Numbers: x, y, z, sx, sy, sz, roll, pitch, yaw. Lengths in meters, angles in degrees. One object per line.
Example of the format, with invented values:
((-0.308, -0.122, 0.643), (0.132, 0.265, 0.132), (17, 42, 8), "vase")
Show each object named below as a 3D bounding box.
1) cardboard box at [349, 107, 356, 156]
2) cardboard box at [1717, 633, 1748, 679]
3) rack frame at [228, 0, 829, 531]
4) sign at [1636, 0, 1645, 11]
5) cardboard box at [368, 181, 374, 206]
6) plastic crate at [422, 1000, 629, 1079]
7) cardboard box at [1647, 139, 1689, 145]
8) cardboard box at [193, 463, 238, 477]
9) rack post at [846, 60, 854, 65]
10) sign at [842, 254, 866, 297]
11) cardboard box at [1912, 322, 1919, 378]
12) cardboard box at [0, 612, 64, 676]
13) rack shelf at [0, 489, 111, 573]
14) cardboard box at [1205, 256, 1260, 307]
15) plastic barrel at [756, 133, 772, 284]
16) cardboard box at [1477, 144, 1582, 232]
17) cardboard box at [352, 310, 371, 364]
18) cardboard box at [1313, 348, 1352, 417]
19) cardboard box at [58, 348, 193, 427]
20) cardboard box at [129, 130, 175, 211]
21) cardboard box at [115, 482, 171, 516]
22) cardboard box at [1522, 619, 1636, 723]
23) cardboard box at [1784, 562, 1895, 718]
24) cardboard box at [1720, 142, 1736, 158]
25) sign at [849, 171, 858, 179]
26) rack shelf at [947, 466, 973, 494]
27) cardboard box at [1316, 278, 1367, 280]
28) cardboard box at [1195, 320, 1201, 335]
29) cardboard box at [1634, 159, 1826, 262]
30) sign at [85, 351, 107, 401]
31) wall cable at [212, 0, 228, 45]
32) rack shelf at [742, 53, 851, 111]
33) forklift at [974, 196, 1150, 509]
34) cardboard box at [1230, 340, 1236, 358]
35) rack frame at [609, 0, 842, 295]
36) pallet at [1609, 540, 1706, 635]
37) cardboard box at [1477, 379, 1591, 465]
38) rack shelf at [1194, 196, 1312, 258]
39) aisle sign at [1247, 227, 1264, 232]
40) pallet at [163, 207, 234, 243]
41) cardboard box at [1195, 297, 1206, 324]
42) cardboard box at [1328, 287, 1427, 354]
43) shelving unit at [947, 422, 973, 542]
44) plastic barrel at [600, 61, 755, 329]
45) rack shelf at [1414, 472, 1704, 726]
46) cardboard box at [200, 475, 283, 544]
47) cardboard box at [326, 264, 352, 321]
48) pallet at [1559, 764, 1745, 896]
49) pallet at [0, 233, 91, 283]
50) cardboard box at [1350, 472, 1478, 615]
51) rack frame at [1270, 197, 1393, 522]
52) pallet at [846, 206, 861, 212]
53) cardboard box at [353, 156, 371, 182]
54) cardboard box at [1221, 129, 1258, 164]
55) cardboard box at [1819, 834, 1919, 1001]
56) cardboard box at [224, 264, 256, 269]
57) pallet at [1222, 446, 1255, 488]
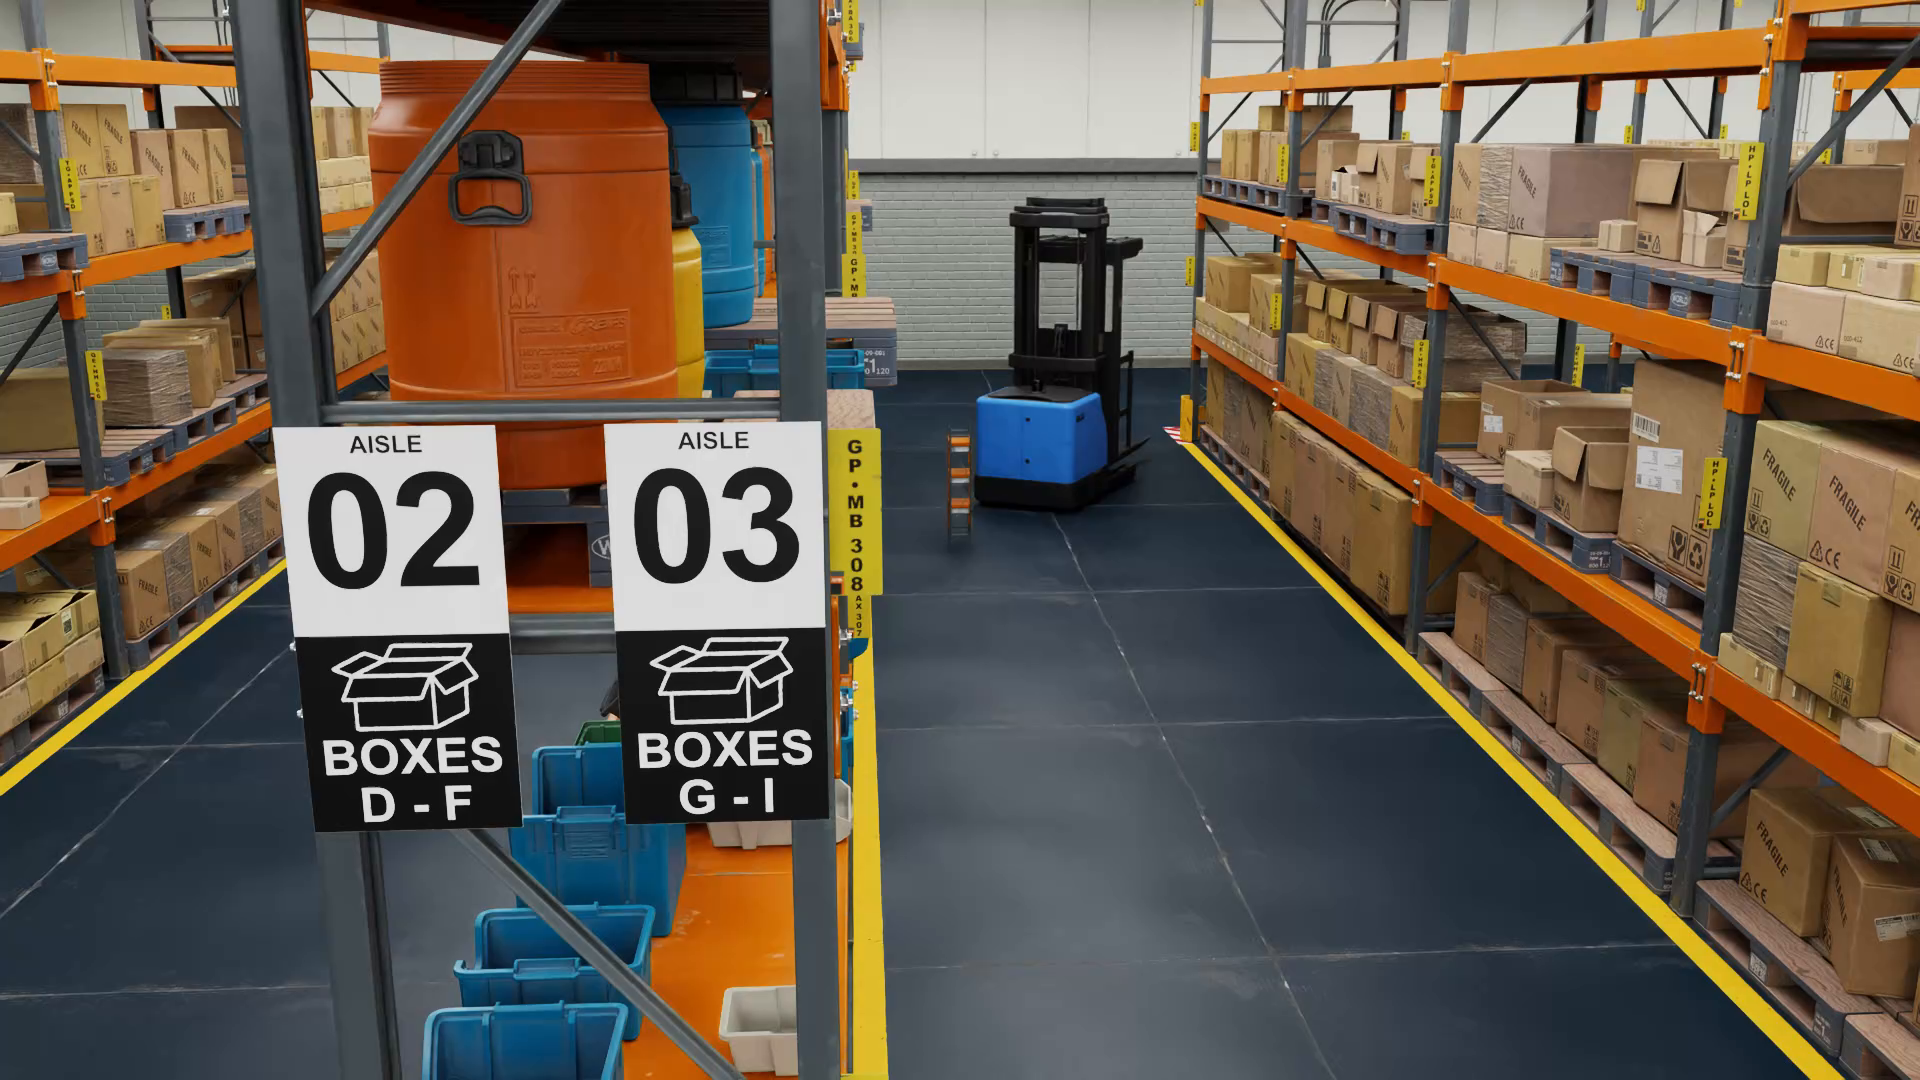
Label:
((-6.689, -4.223, 17.192), (0.700, 0.500, 0.500), (-1, 14, -3), "cardboard box")
((3.660, 0.521, 7.484), (0.380, 0.149, 0.250), (-1, 14, -3), "cardboard box")
((-0.749, -1.492, 2.768), (1.000, 3.000, 0.127), (-1, 14, -3), "rack frame")
((7.619, -6.082, 18.572), (0.100, 0.325, 0.005), (-1, 14, -3), "sign")
((-6.369, -3.623, 17.367), (0.500, 0.250, 0.500), (-1, 14, -3), "cardboard box")
((-1.078, 1.365, 4.000), (0.499, 0.251, 0.616), (-1, 14, -3), "plastic crate")
((7.953, -4.425, 18.684), (0.380, 0.149, 0.250), (-1, 14, -4), "cardboard box")
((-6.649, -0.374, 14.595), (0.500, 0.500, 0.500), (-2, 15, -6), "cardboard box")
((-1.240, -3.733, 12.480), (0.937, 0.300, 0.954), (1, 14, 3), "rack post")
((-0.447, -1.045, 7.029), (0.100, 0.325, 0.005), (-1, 14, -3), "sign")
((3.777, -0.667, 5.881), (0.500, 0.250, 0.500), (-1, 15, -6), "cardboard box")
((-5.871, 0.611, 10.181), (0.500, 0.311, 0.500), (-1, 14, -4), "cardboard box")
((-6.064, 0.345, 9.111), (1.077, 0.370, 4.000), (-1, 14, -3), "rack shelf")
((2.995, -2.829, 18.203), (0.500, 0.500, 0.500), (-1, 14, -5), "cardboard box")
((-1.370, -1.867, 9.382), (0.600, 0.830, 0.708), (-1, 14, -3), "plastic barrel")
((3.499, -2.149, 10.136), (0.500, 0.500, 0.500), (-1, 14, -3), "cardboard box")
((-6.292, -2.054, 16.787), (0.500, 0.500, 0.500), (-1, 14, -4), "cardboard box")
((3.293, -1.329, 13.970), (0.500, 0.500, 0.500), (-1, 14, -5), "cardboard box")
((-6.206, -1.138, 12.387), (0.700, 0.500, 0.500), (2, 15, 7), "cardboard box")
((-6.393, -2.791, 12.589), (0.600, 0.600, 0.600), (-1, 15, -6), "cardboard box")
((-6.556, -0.364, 13.050), (0.500, 0.250, 0.500), (-1, 14, -4), "cardboard box")
((3.850, 0.789, 10.072), (0.700, 0.500, 0.500), (0, 14, 1), "cardboard box")
((3.909, 0.387, 6.705), (0.875, 0.500, 0.500), (-1, 14, -3), "cardboard box")
((7.974, -3.972, 16.923), (0.380, 0.149, 0.250), (-1, 14, -4), "cardboard box")
((-1.192, -3.981, 18.669), (0.100, 0.325, 0.005), (-1, 14, -3), "sign")
((-0.003, -0.511, 14.950), (0.215, 0.259, 0.240), (-1, 14, -3), "rack shelf")
((3.677, -2.206, 15.778), (0.500, 0.500, 0.500), (-1, 14, -3), "cardboard box")
((2.896, -2.428, 18.946), (0.380, 0.149, 0.250), (-1, 14, -3), "cardboard box")
((3.957, -1.717, 8.611), (0.797, 0.503, 0.637), (0, 14, -1), "cardboard box")
((-5.635, -1.071, 10.847), (0.100, 0.325, 0.005), (-1, 14, -3), "sign")
((-8.922, -7.715, 23.047), (3.097, 2.526, 0.112), (-1, 14, -3), "wall cable")
((-1.368, -3.437, 12.573), (1.077, 0.370, 4.000), (-1, 14, -3), "rack shelf")
((1.202, -2.041, 17.076), (1.130, 2.935, 3.031), (6, 16, 23), "forklift")
((3.011, -1.980, 17.206), (0.380, 0.149, 0.250), (-1, 14, -3), "cardboard box")
((-0.997, -2.487, 6.634), (1.000, 3.000, 0.127), (-1, 14, -3), "rack frame")
((4.045, 0.242, 8.450), (1.003, 0.211, 1.213), (-1, 14, -3), "pallet")
((3.772, -0.771, 10.961), (0.500, 0.500, 0.500), (-3, 15, -10), "cardboard box")
((3.327, -3.250, 17.061), (1.077, 0.370, 4.000), (-1, 14, -3), "rack shelf")
((3.498, -3.924, 19.042), (0.394, 0.787, 0.004), (-1, 14, -3), "aisle sign")
((-6.399, -2.436, 12.834), (1.213, 0.211, 1.003), (-1, 14, -3), "pallet")
((2.964, -2.591, 18.779), (0.500, 0.250, 0.500), (-1, 14, -5), "cardboard box")
((3.530, -1.853, 13.993), (0.797, 0.503, 0.637), (-1, 14, -3), "cardboard box")
((-0.003, -0.522, 14.947), (0.215, 1.050, 0.252), (-1, 14, -3), "shelving unit")
((-1.042, -1.232, 5.925), (0.600, 0.901, 0.708), (-1, 14, -3), "plastic barrel")
((3.823, 0.193, 9.702), (1.077, 0.370, 4.000), (-1, 14, -3), "rack shelf")
((-6.097, -0.257, 14.139), (0.500, 0.500, 0.500), (-1, 14, -3), "cardboard box")
((-6.248, -2.406, 16.152), (0.500, 0.500, 0.500), (-1, 14, -5), "cardboard box")
((3.897, 1.499, 8.779), (1.003, 0.211, 1.213), (-1, 14, -3), "pallet")
((-6.057, -1.695, 9.954), (1.213, 0.211, 1.003), (0, 14, -1), "pallet")
((3.677, 0.001, 12.426), (1.225, 0.875, 0.875), (-2, 15, -6), "cardboard box")
((3.451, -1.648, 15.412), (1.000, 3.000, 0.127), (-1, 14, -3), "rack frame")
((-1.273, -2.457, 12.916), (1.003, 0.211, 1.213), (-1, 14, -3), "pallet")
((-6.366, -3.865, 17.305), (0.500, 0.250, 0.500), (-1, 14, -3), "cardboard box")
((3.289, -4.267, 18.327), (0.700, 0.500, 0.500), (-2, 15, -7), "cardboard box")
((3.975, 1.591, 6.996), (0.500, 0.500, 0.500), (4, 15, 14), "cardboard box")
((-6.791, -2.403, 16.139), (0.500, 0.500, 0.500), (-1, 14, -3), "cardboard box")
((3.404, -0.792, 17.681), (1.003, 0.211, 1.213), (-1, 14, -3), "pallet")
